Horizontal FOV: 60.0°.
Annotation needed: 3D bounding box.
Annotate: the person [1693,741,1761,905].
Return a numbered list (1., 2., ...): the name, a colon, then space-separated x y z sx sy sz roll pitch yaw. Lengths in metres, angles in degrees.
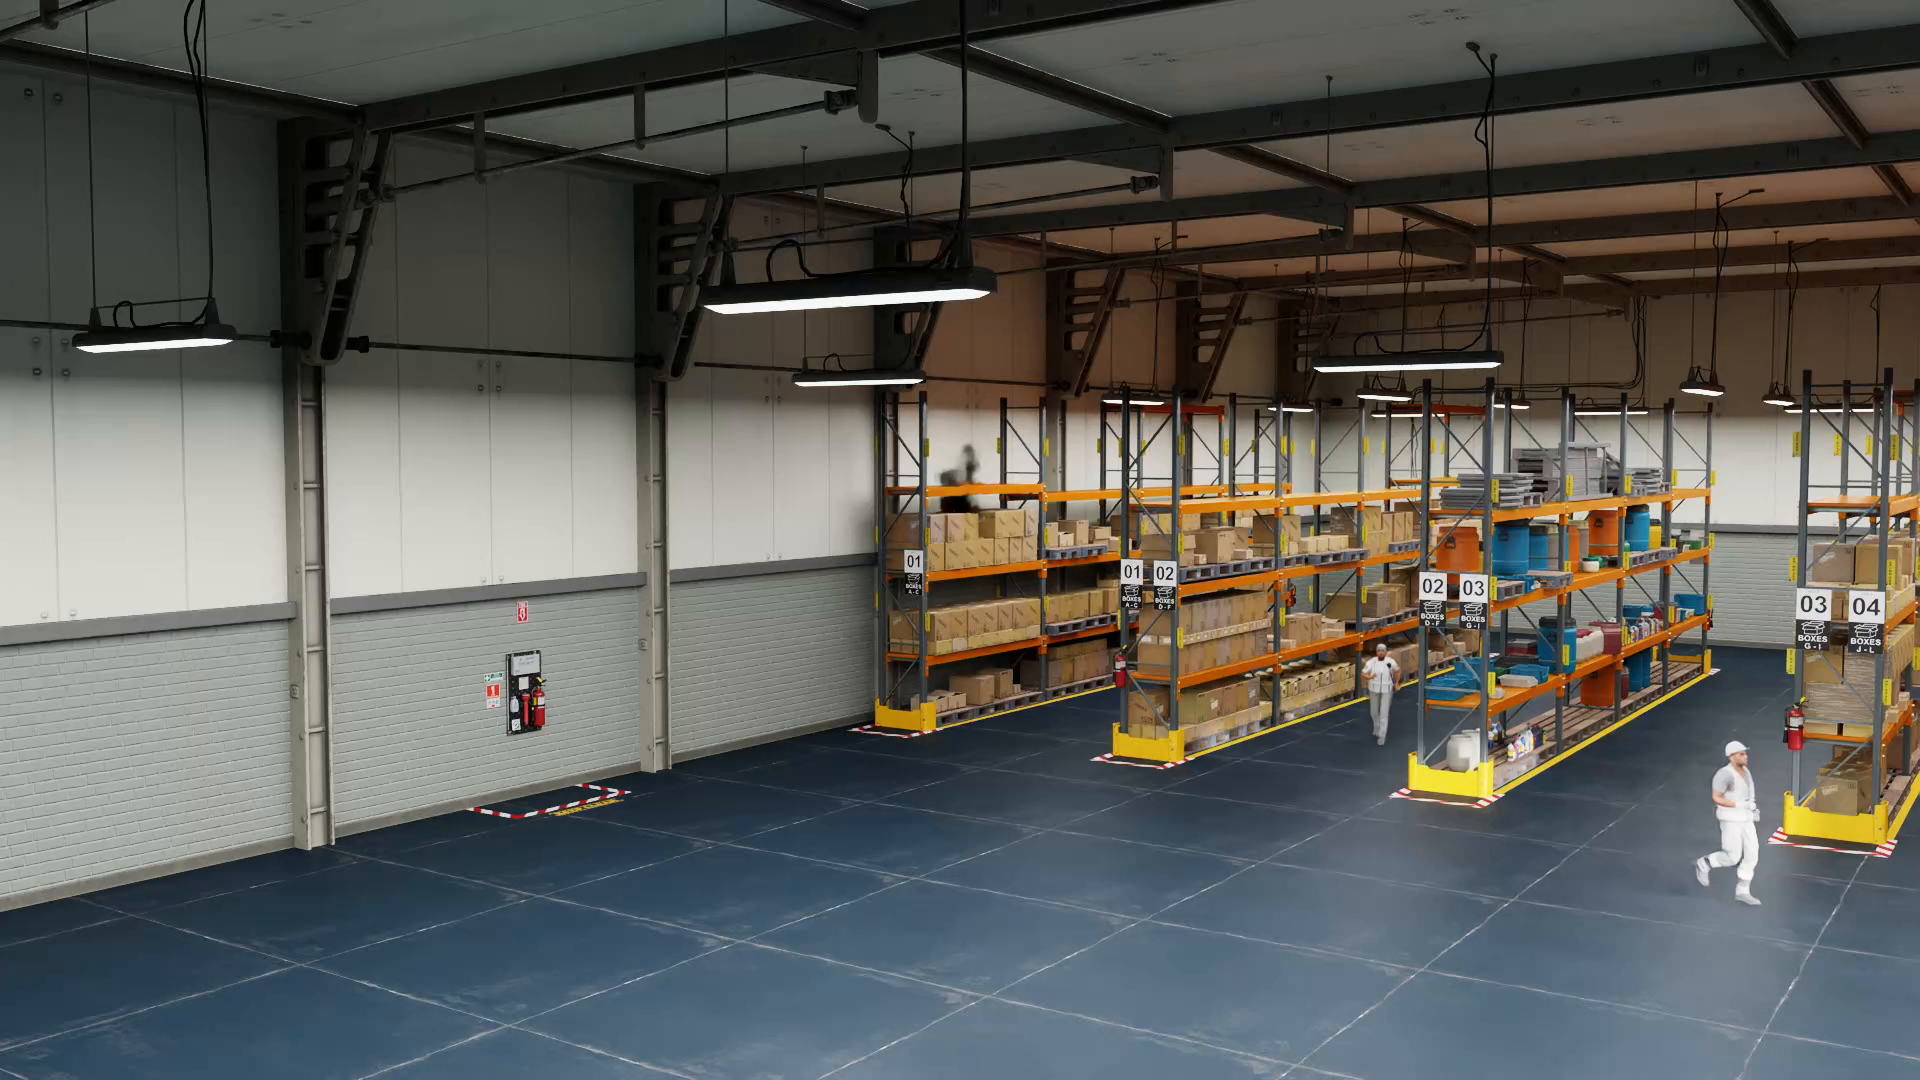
1. person: 8.532 3.096 18.400 0.663 1.757 0.782 -2 4 -30

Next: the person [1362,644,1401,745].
1. person: 7.148 2.583 28.256 0.637 1.657 0.907 1 3 18
